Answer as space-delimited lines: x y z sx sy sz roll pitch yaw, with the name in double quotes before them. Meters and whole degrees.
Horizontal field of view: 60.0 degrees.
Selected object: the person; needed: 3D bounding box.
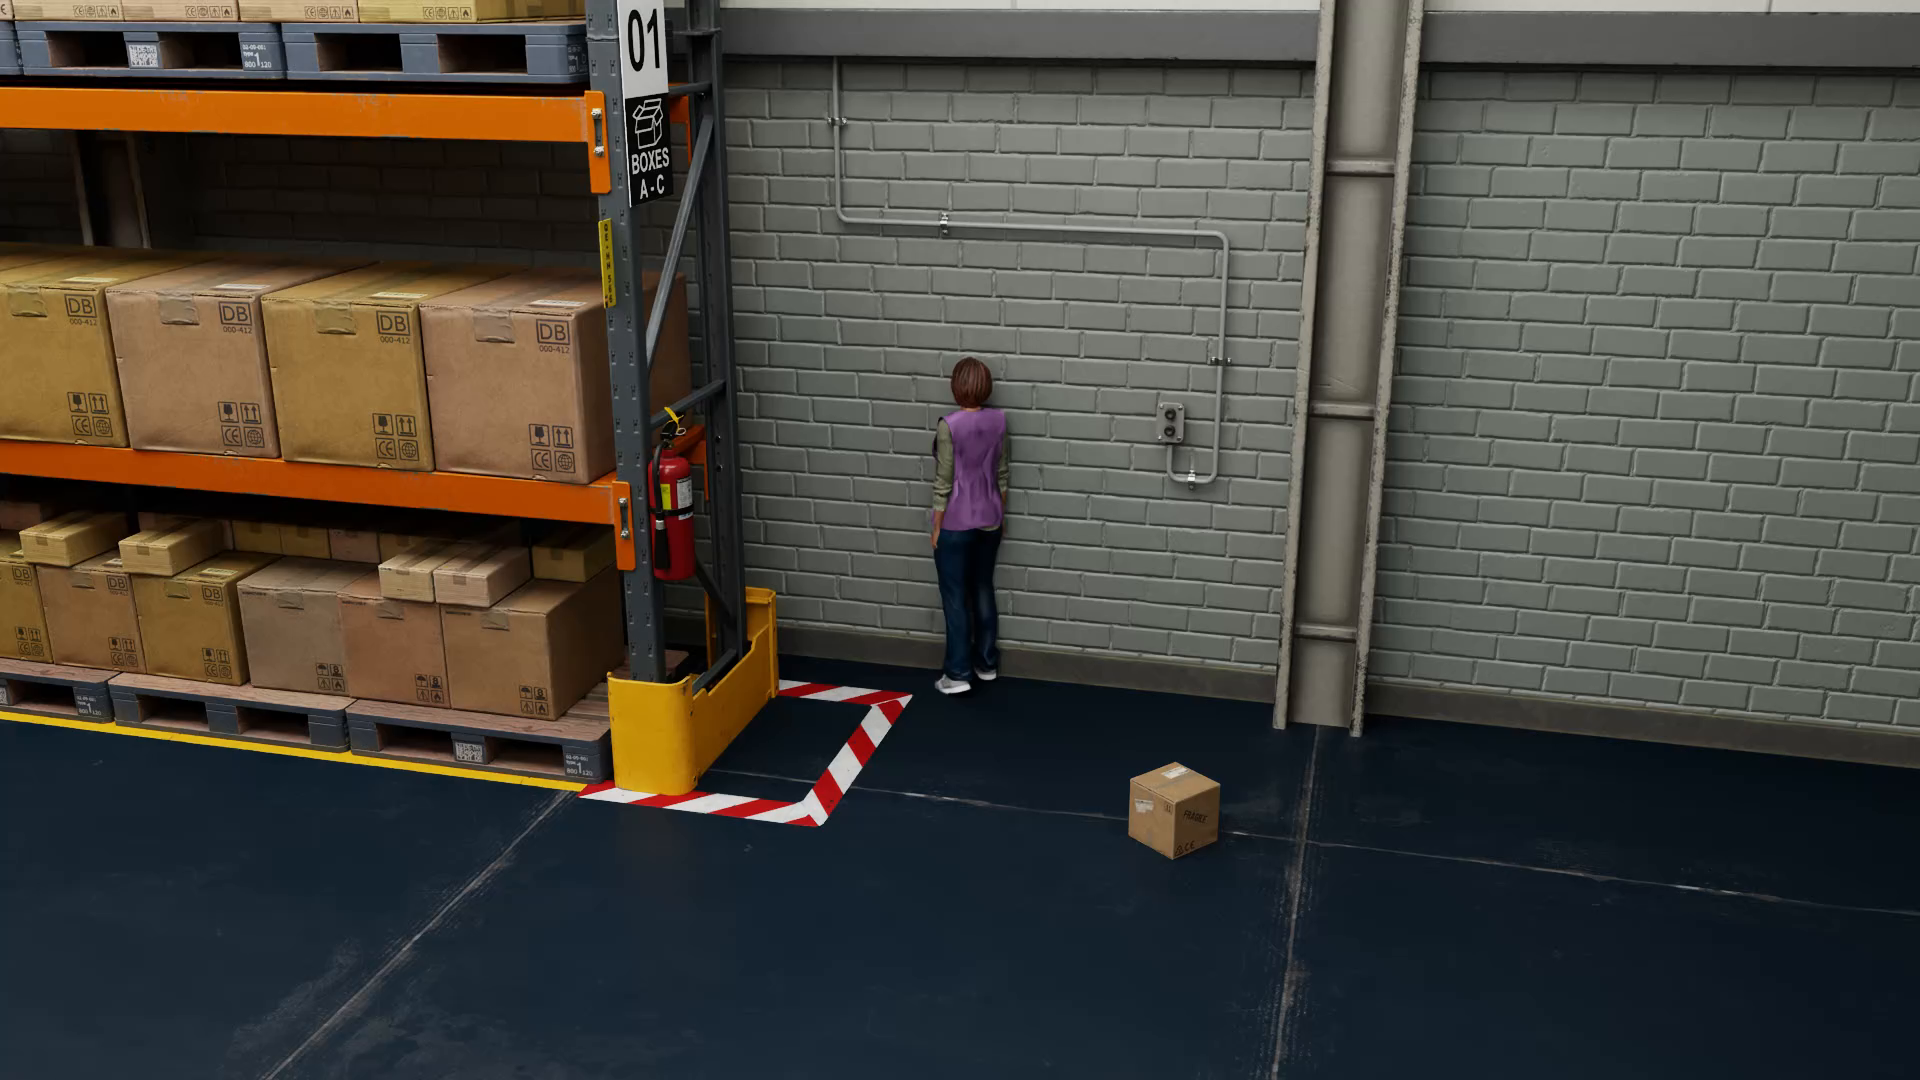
"person" 0.030 -0.054 7.790 0.413 1.646 0.365 -10 21 -27
